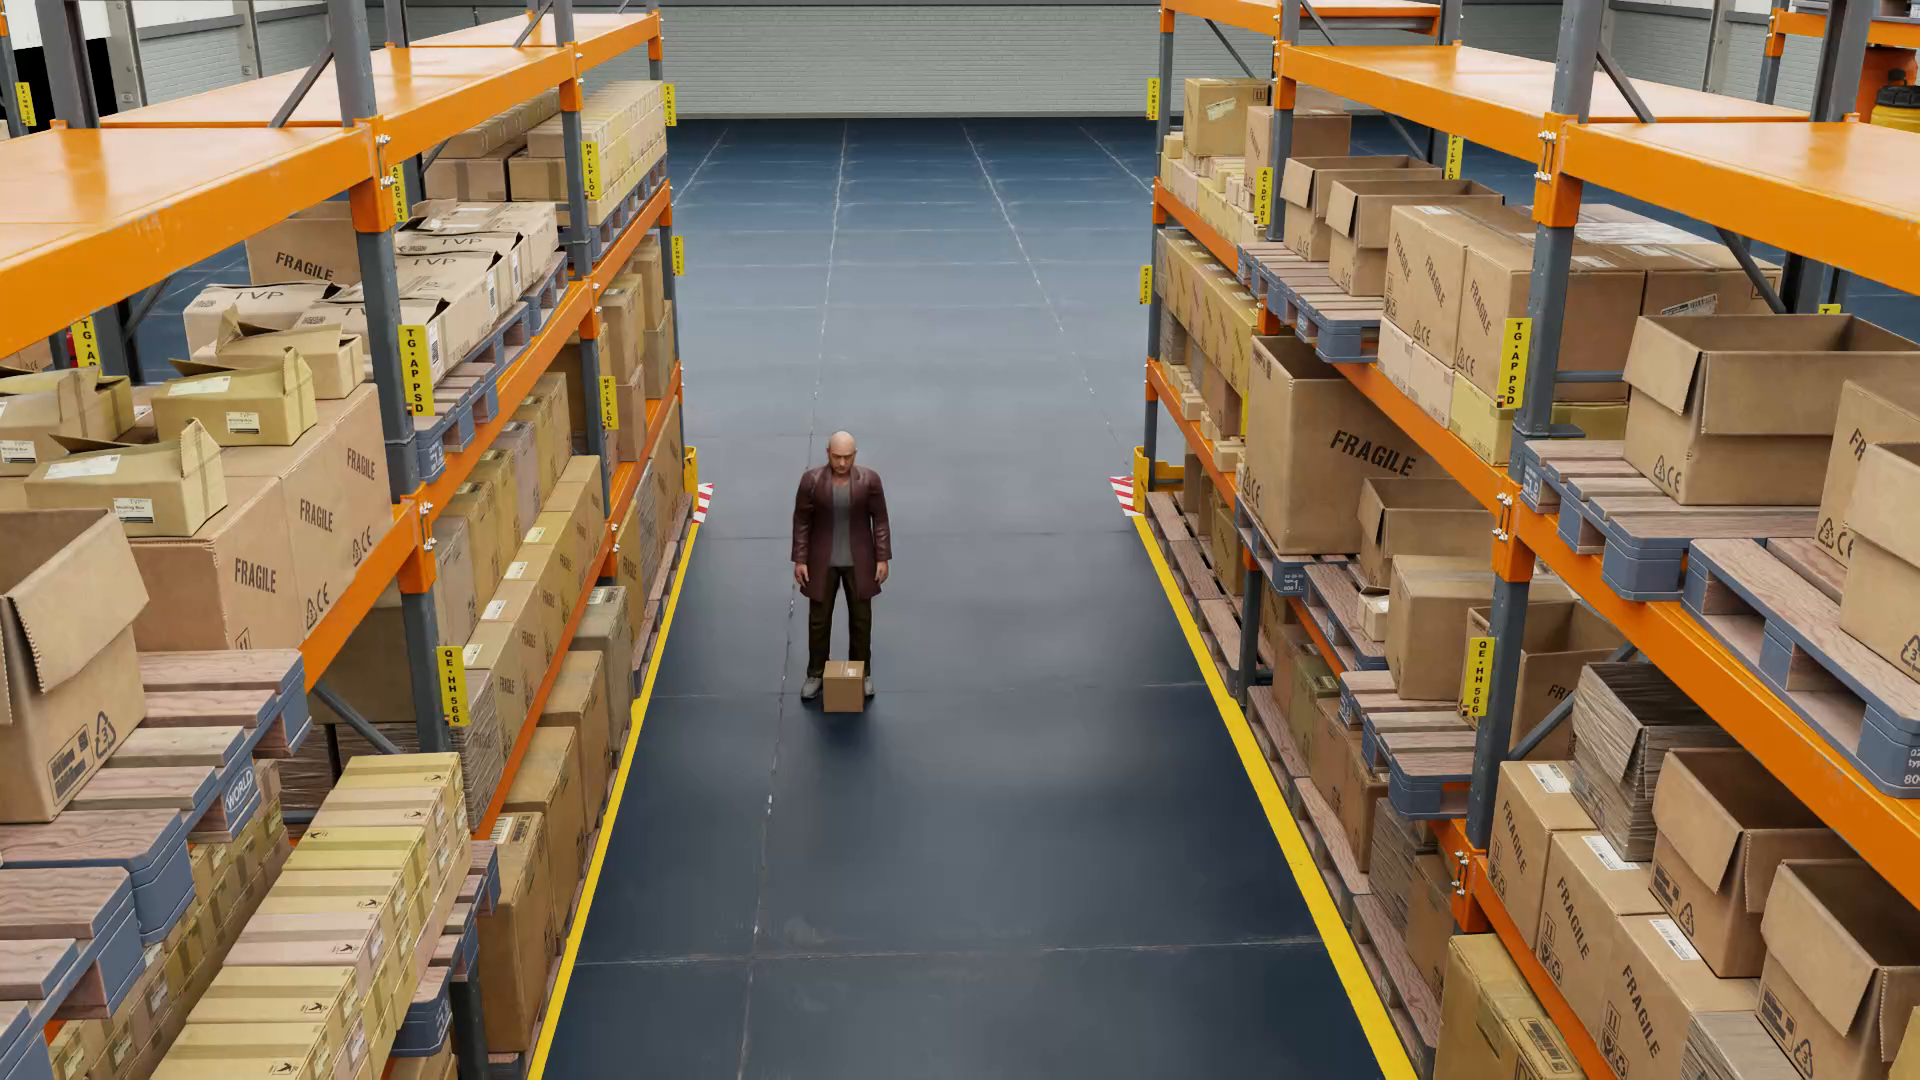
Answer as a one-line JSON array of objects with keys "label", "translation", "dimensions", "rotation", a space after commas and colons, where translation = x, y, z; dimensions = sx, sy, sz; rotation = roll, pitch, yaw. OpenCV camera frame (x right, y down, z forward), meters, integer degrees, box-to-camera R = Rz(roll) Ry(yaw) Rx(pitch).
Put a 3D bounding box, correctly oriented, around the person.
[{"label": "person", "translation": [-0.761, 0.144, 10.705], "dimensions": [0.652, 1.774, 0.417], "rotation": [-1, 20, -4]}]
